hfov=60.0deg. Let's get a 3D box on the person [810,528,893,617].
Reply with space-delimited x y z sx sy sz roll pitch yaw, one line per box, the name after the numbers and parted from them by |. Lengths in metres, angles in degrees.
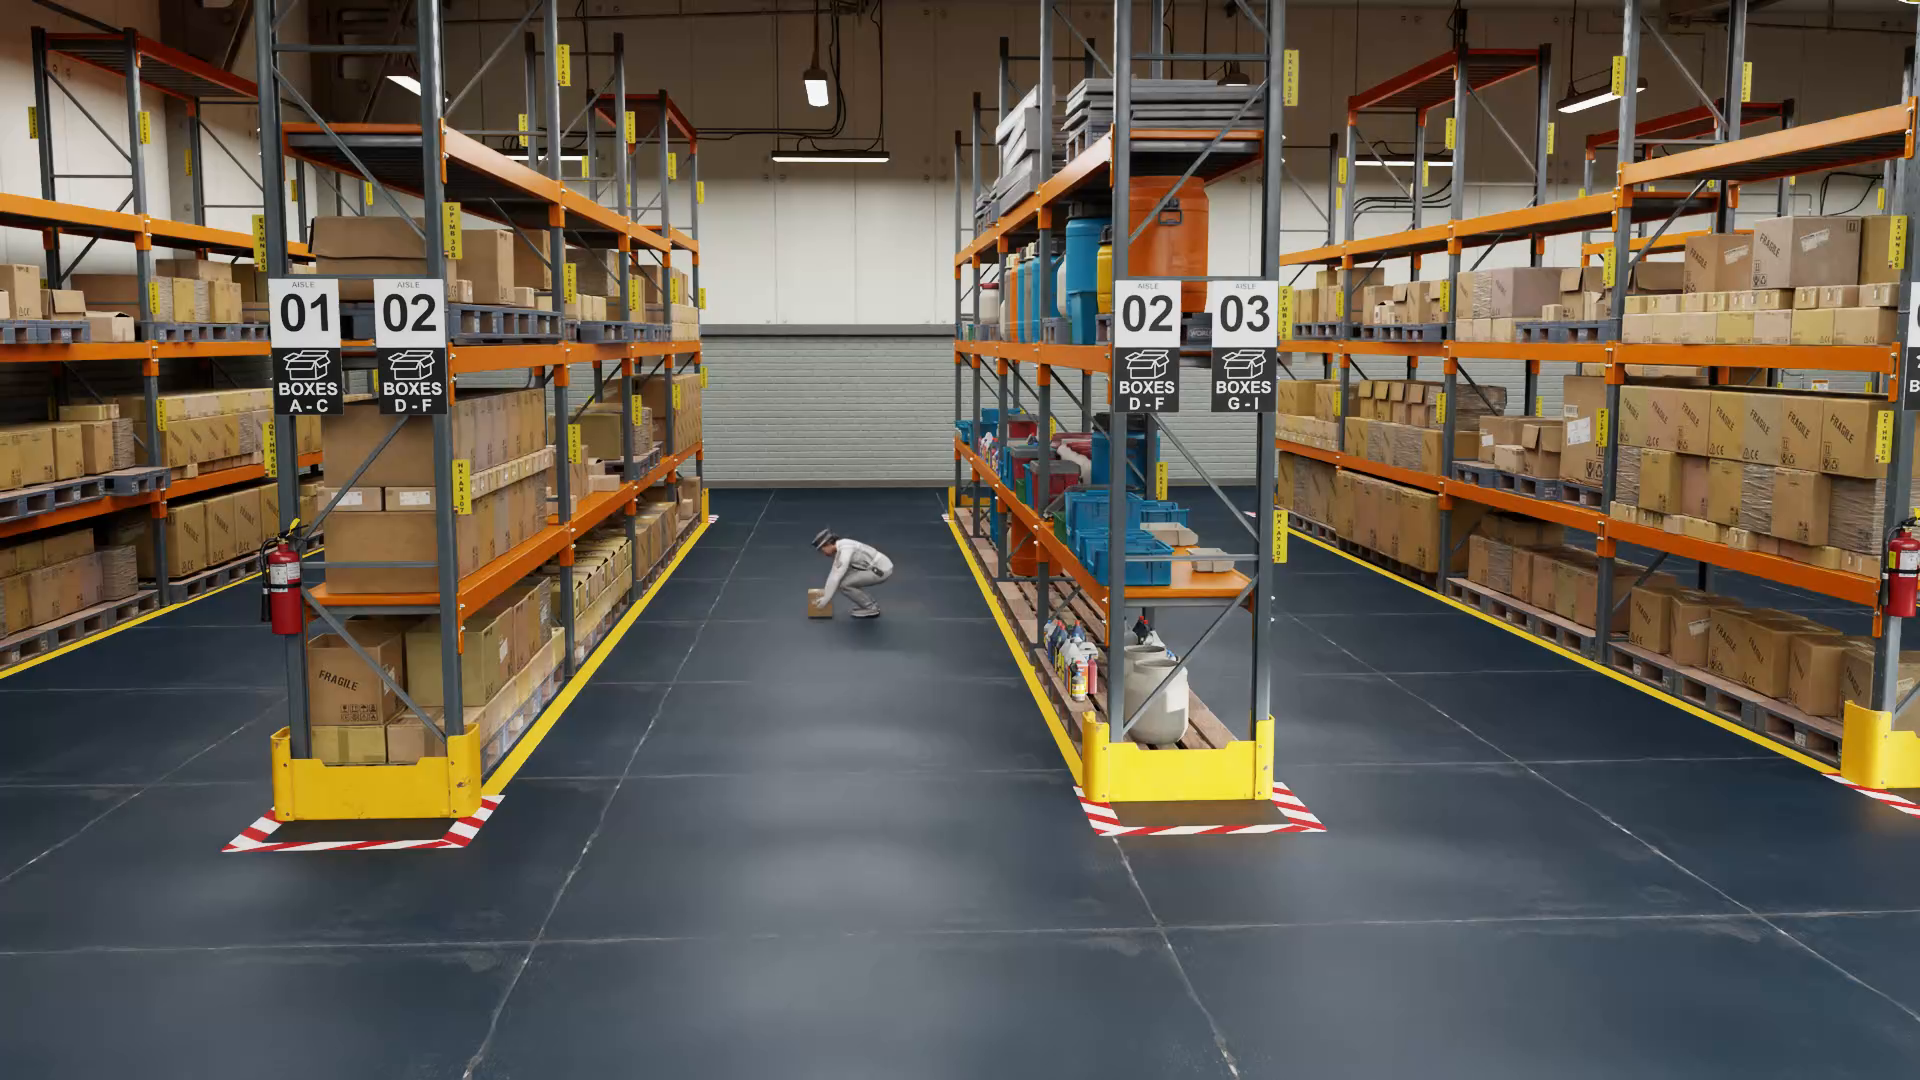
-1.118 0.328 17.195 0.854 0.914 0.483 0 7 -4 | person
